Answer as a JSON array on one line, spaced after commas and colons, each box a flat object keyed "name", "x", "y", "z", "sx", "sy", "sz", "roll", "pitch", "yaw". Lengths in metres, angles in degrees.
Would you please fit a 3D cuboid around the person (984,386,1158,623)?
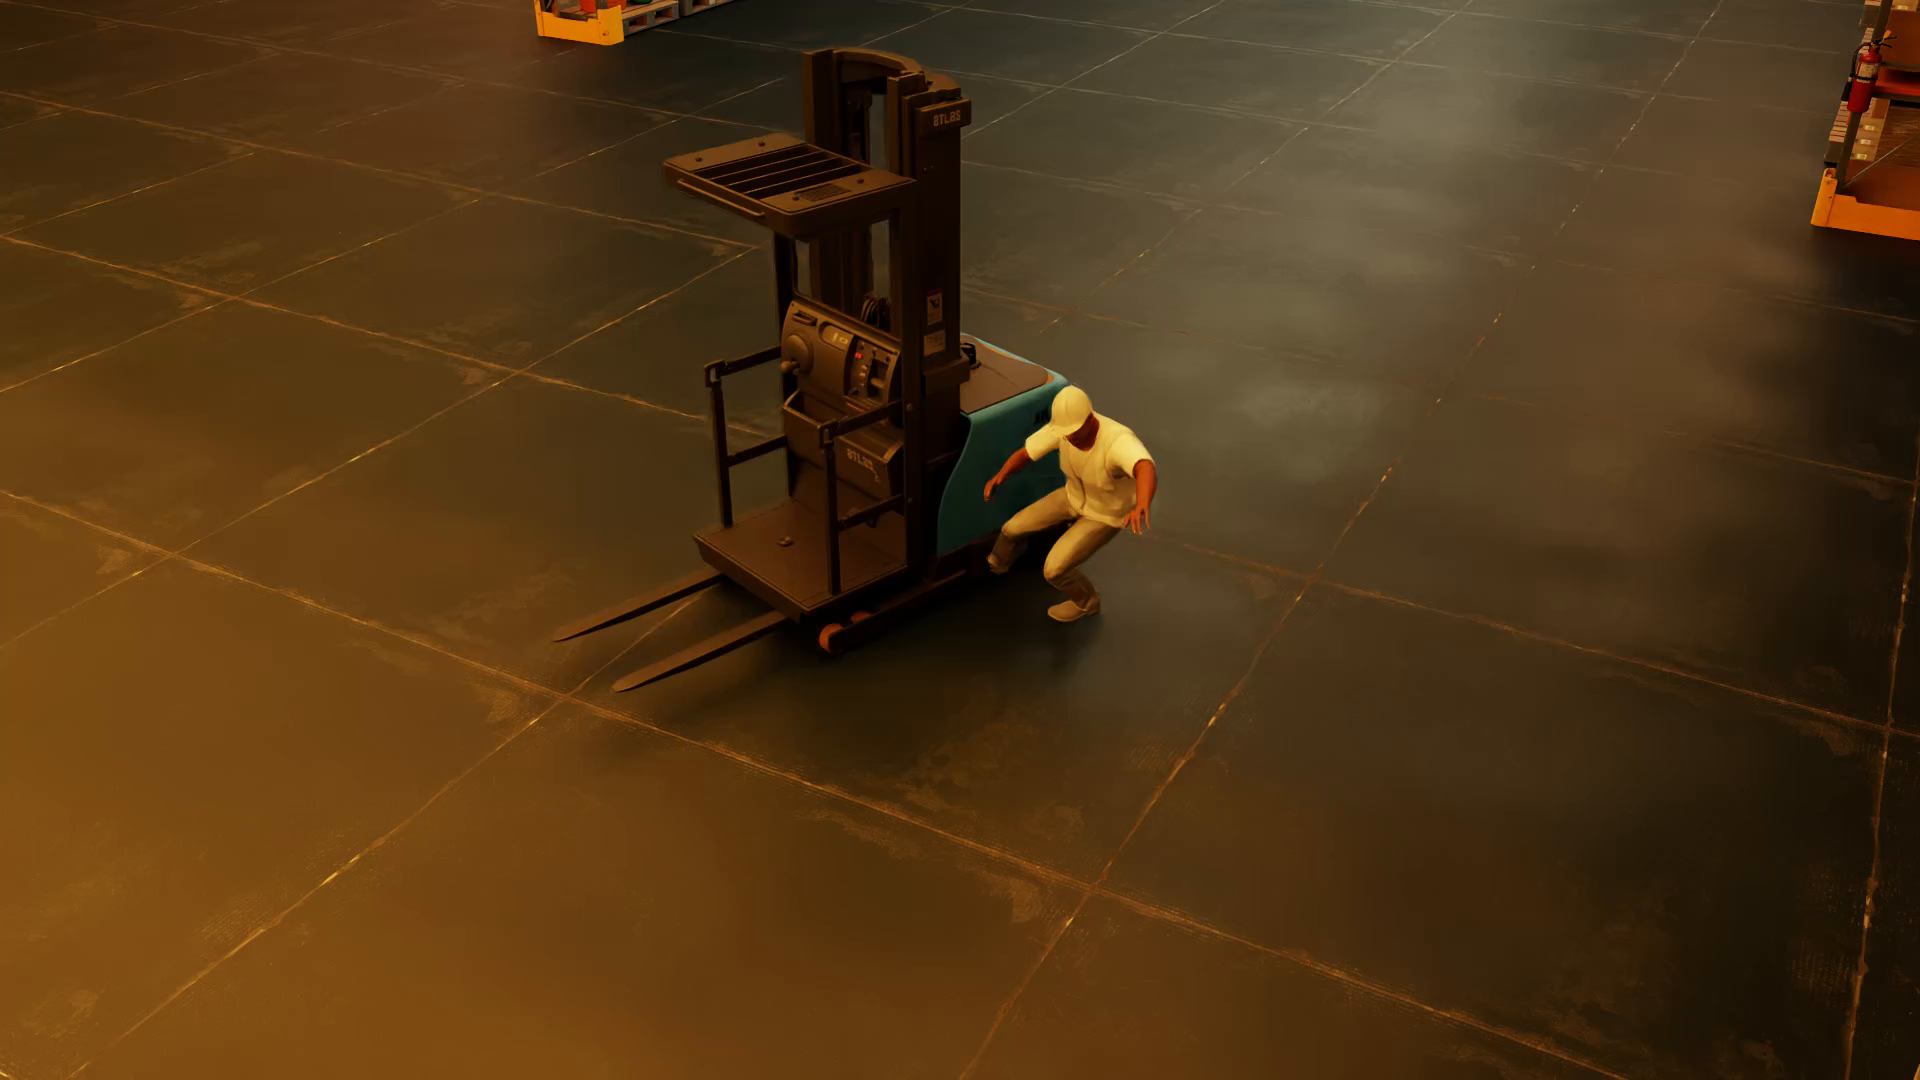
[{"name": "person", "x": 0.561, "y": -0.164, "z": 8.790, "sx": 0.799, "sy": 1.466, "sz": 1.580, "roll": -26, "pitch": 39, "yaw": -37}]

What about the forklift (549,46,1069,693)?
[{"name": "forklift", "x": -0.796, "y": -0.950, "z": 8.717, "sx": 3.031, "sy": 2.935, "sz": 1.130, "roll": -24, "pitch": 38, "yaw": -35}]
